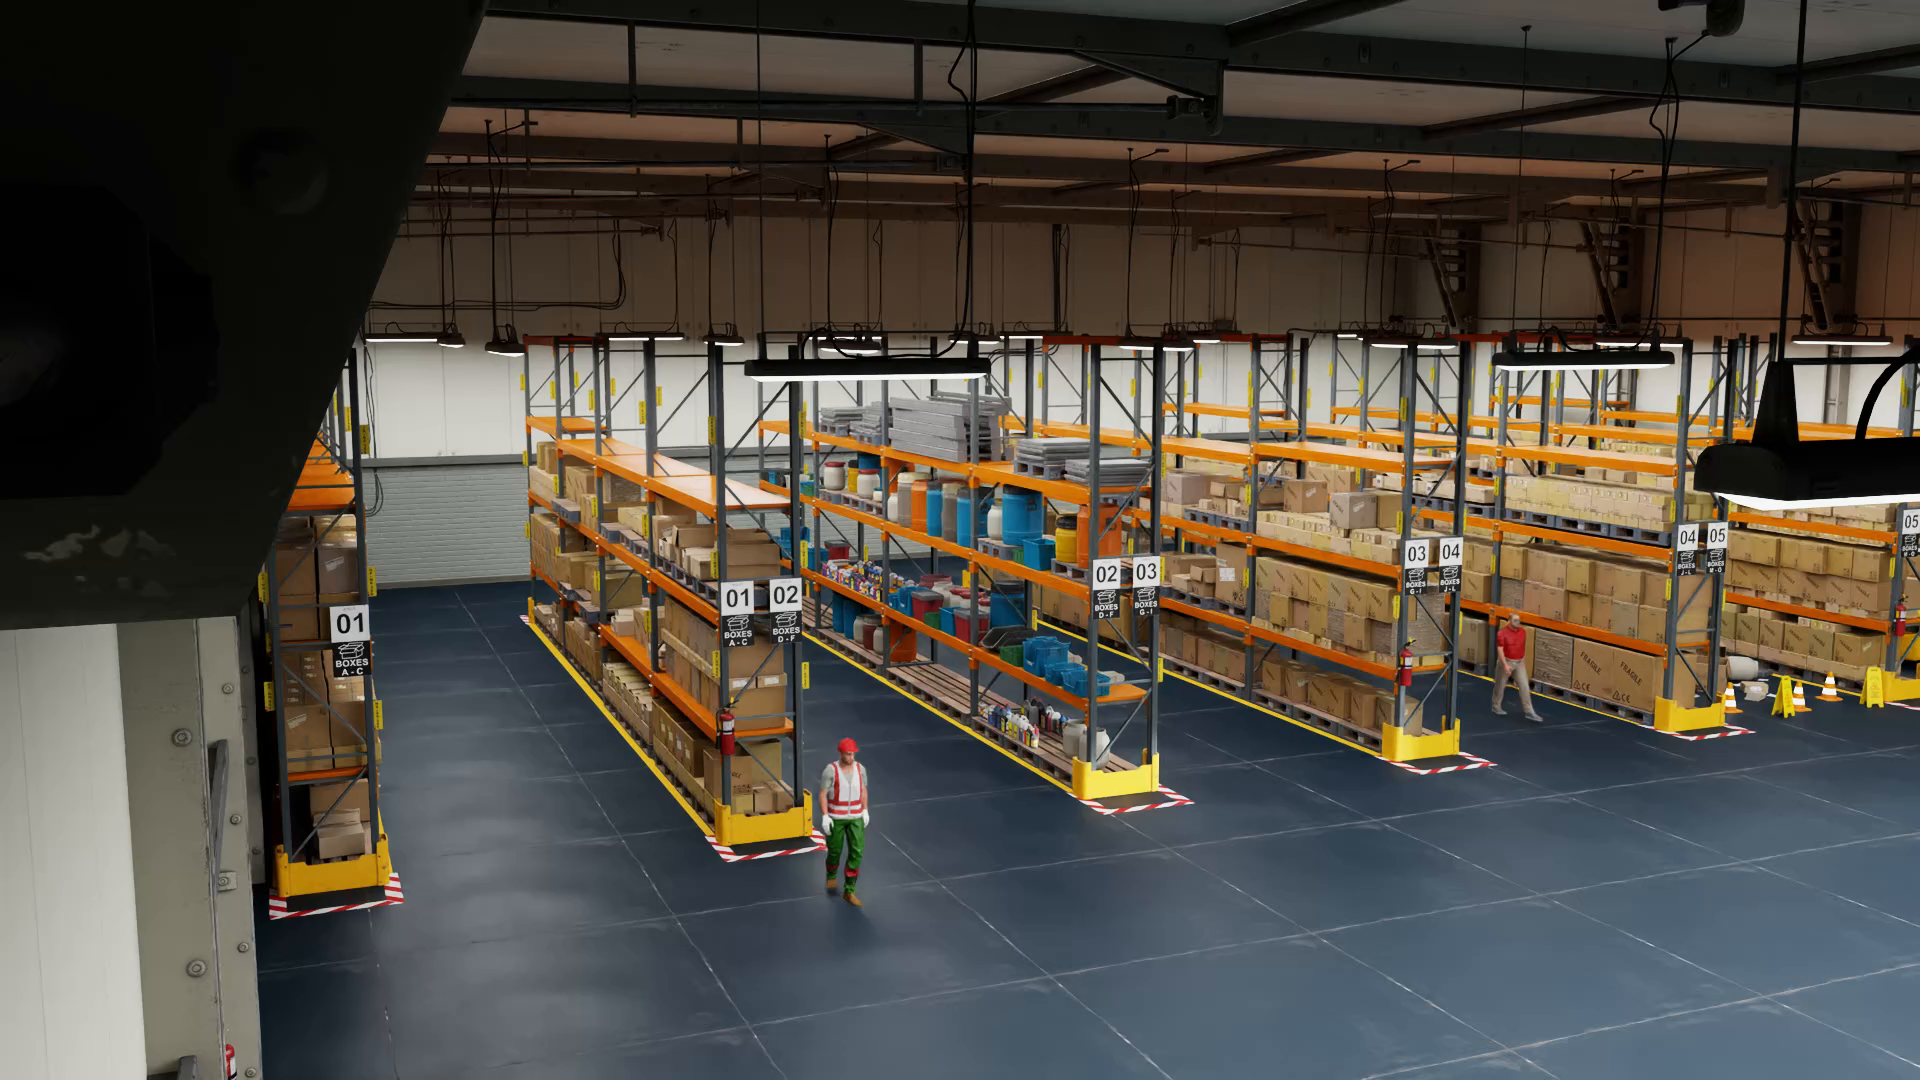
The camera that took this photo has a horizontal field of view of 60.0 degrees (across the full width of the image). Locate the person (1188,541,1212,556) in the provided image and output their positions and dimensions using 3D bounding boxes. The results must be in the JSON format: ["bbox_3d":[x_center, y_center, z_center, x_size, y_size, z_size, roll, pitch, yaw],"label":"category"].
[{"bbox_3d":[5.962,-0.036,41.727,1.027,1.619,0.439,0,8,1],"label":"person"}]

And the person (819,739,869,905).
[{"bbox_3d":[-1.260,3.060,18.254,0.649,1.774,0.715,-4,9,-27],"label":"person"}]

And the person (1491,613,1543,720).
[{"bbox_3d":[8.768,1.988,26.277,0.571,1.676,1.009,-1,8,-7],"label":"person"}]
